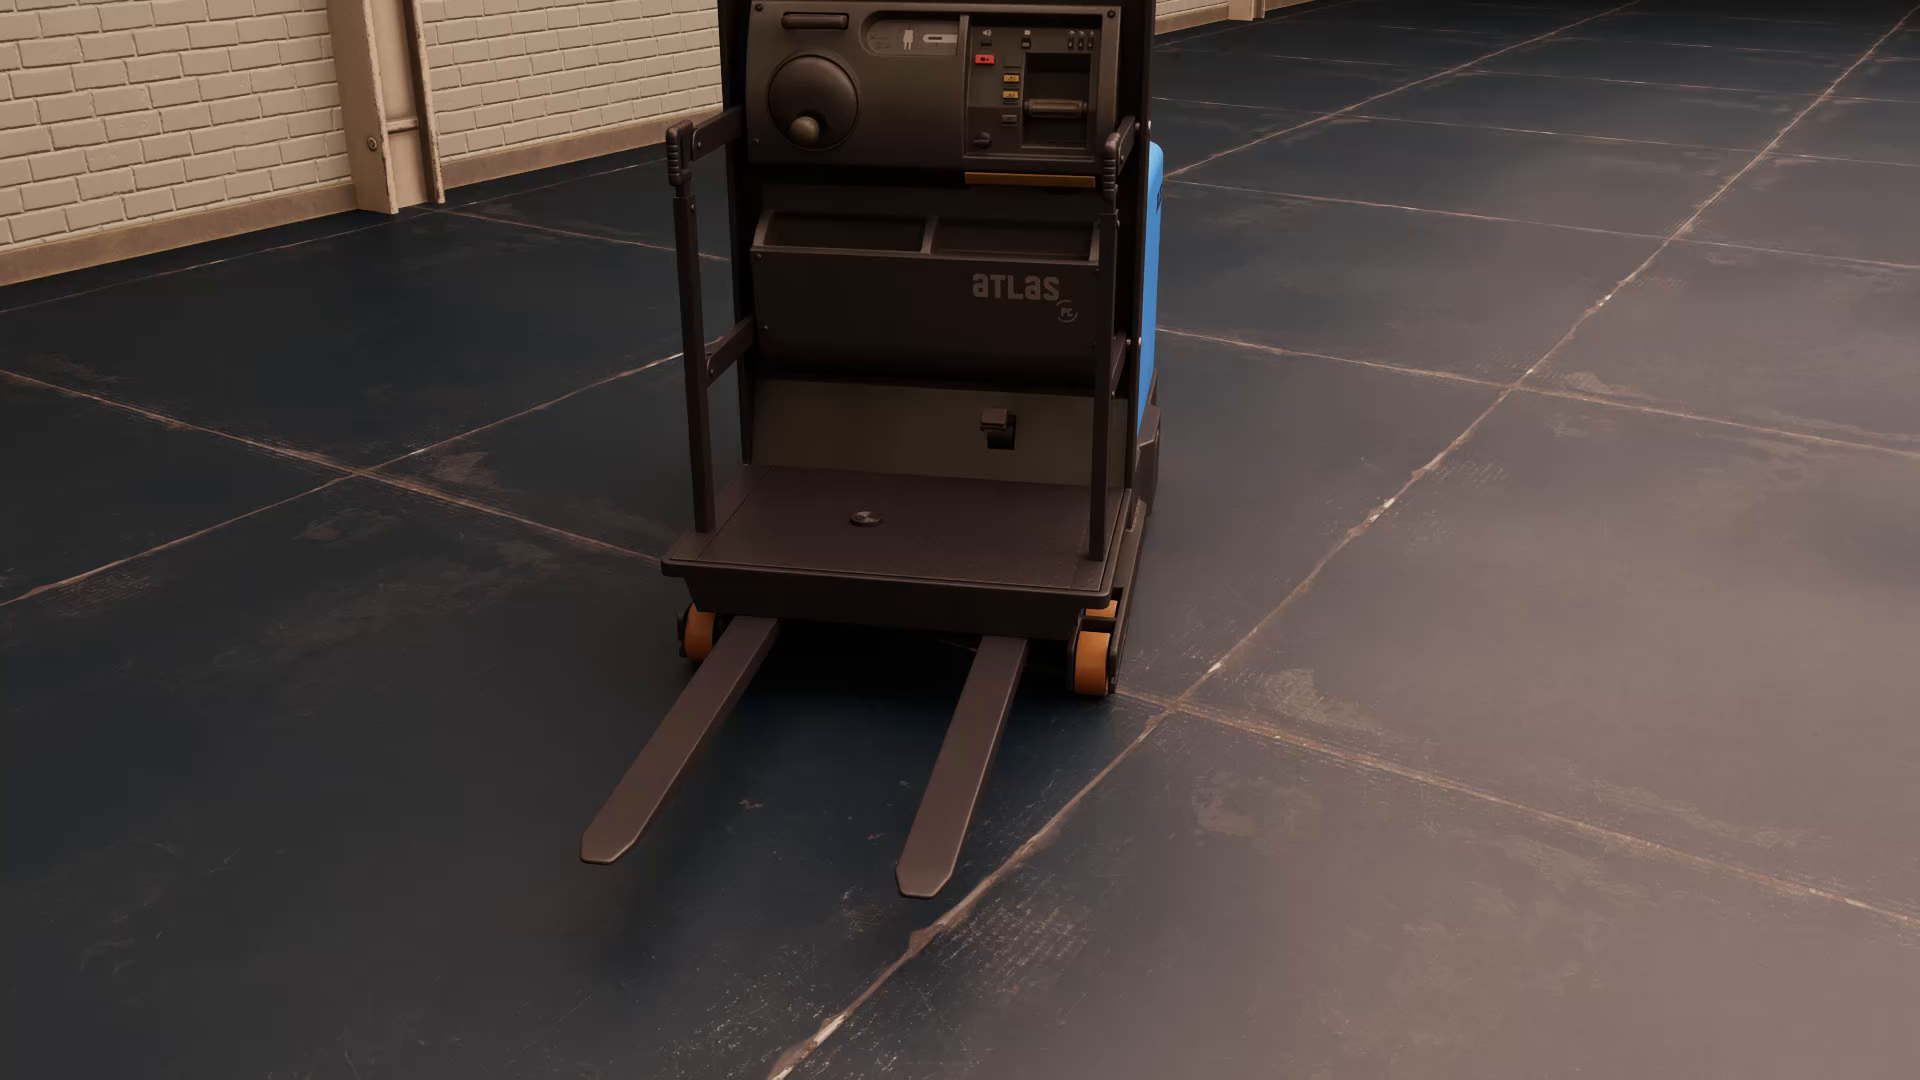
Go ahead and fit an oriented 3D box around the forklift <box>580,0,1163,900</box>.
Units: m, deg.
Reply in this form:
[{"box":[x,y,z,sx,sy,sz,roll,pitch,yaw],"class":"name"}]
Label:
[{"box":[-0.108,-1.111,3.912,1.130,2.935,3.031,4,24,9],"class":"forklift"}]
